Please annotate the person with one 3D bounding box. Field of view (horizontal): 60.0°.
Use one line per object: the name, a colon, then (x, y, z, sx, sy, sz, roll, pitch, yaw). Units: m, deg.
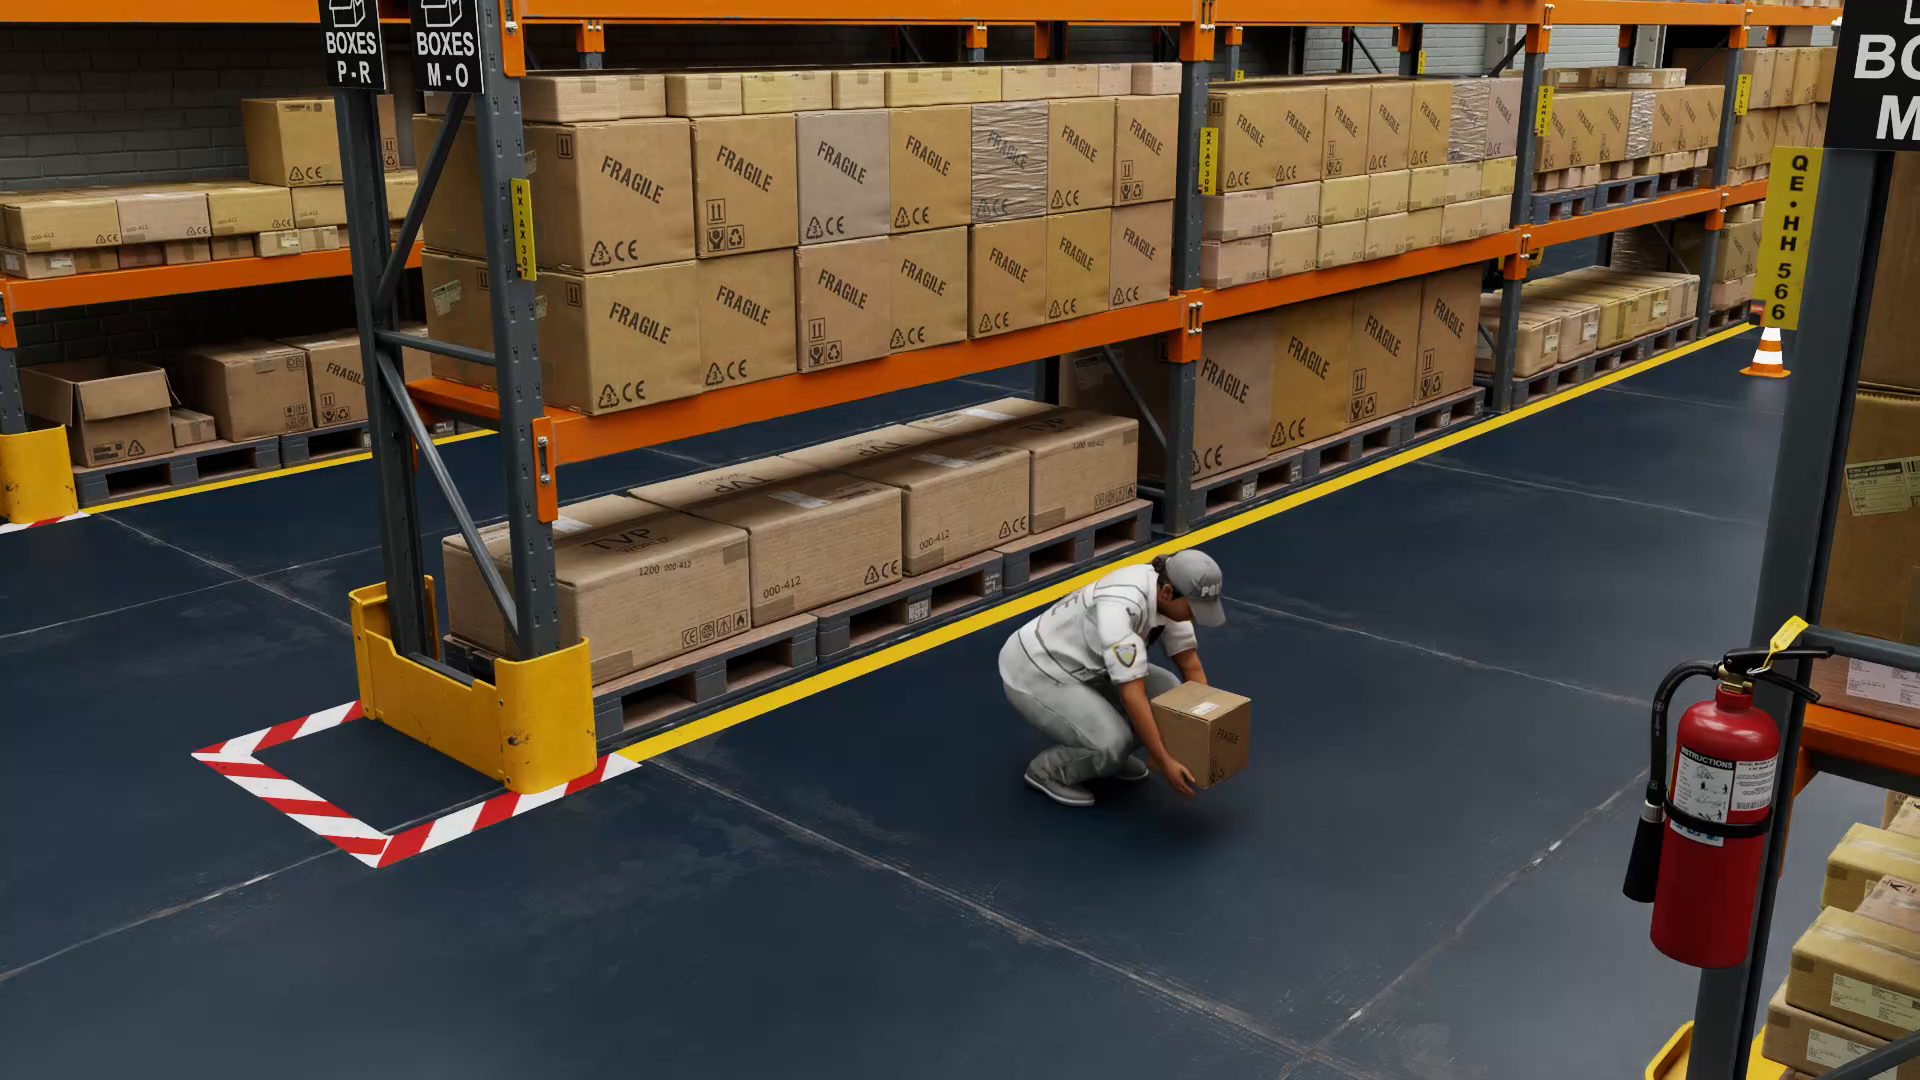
person: (0.556, 0.454, 5.807, 0.860, 0.952, 0.519, 14, 22, 39)
